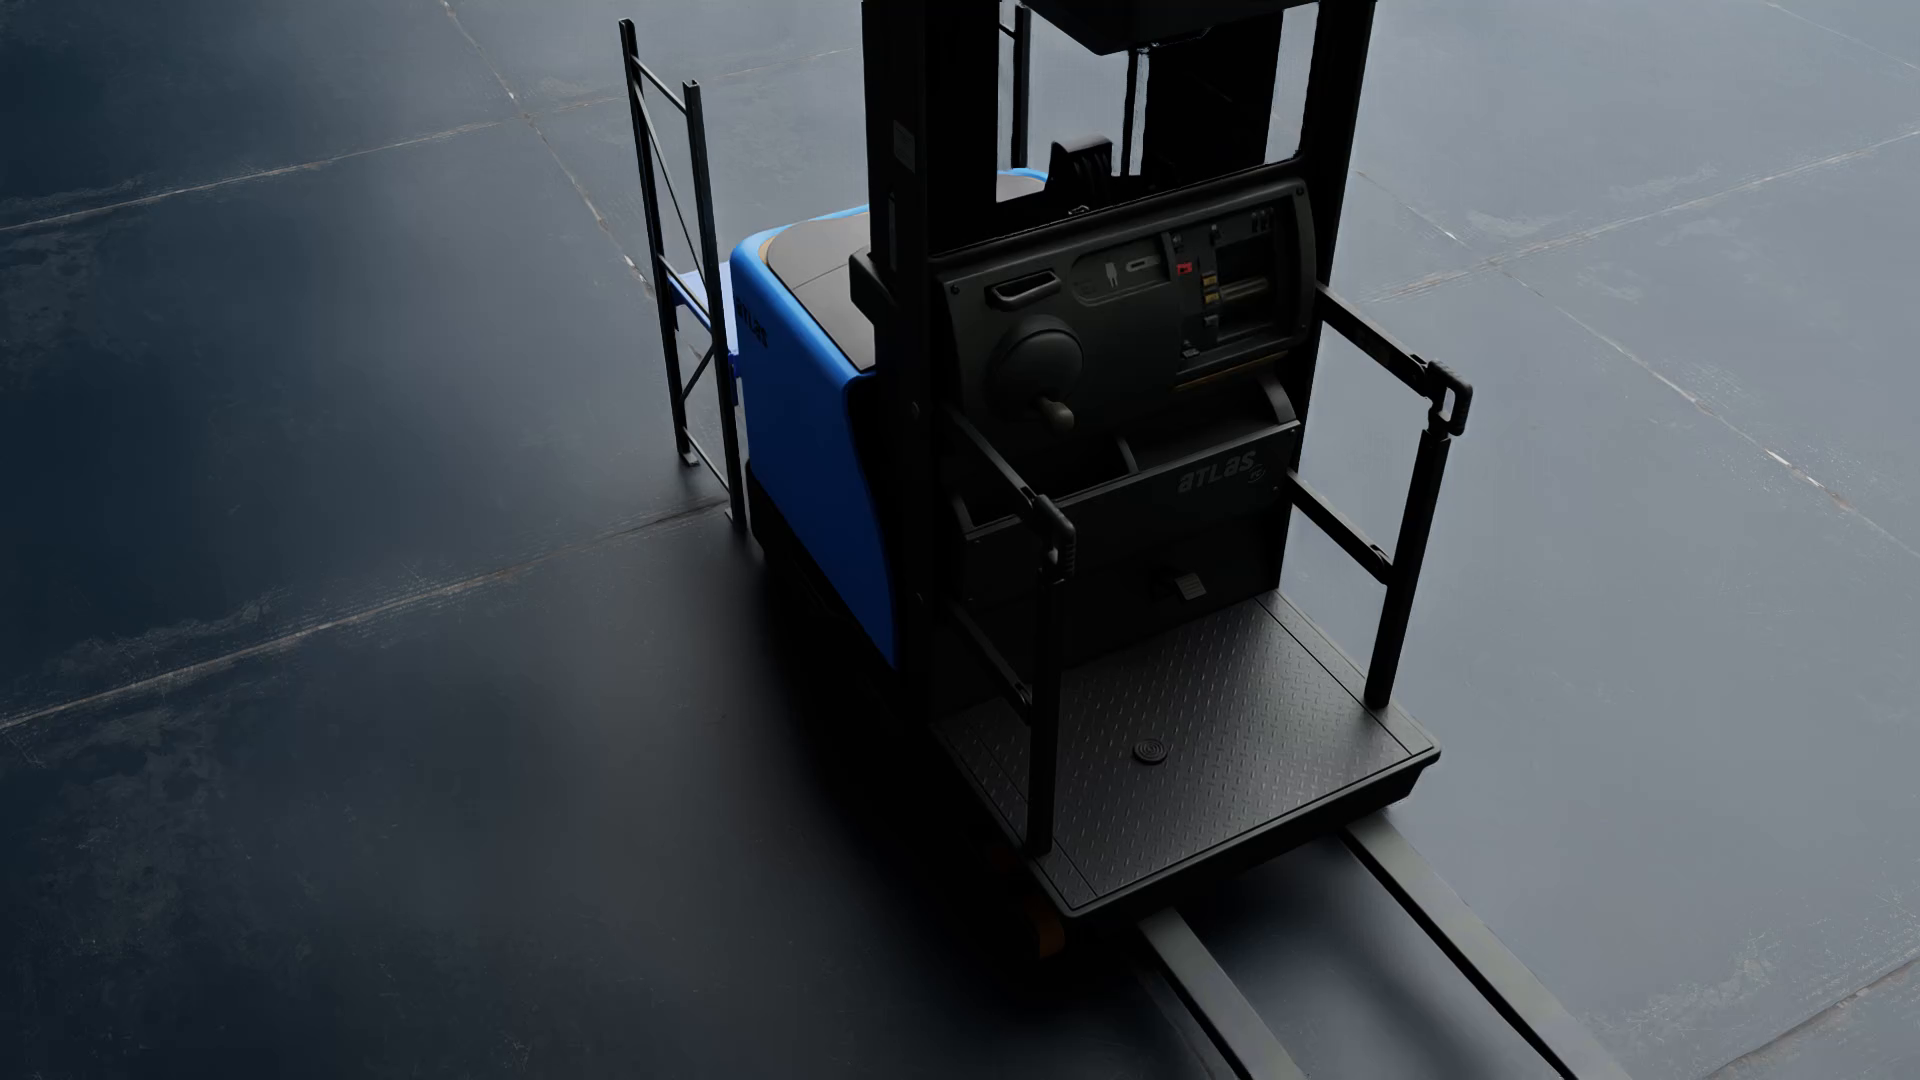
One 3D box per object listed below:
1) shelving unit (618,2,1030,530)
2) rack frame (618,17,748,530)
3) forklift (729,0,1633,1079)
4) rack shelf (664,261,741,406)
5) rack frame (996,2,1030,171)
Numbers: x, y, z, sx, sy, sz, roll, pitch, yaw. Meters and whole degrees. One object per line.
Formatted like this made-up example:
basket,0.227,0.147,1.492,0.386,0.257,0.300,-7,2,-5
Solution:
shelving unit,-0.377,-0.913,5.168,1.048,1.500,0.538,-21,44,-23
rack frame,-0.817,-0.748,4.972,0.032,1.500,0.500,-21,44,-23
forklift,0.492,-0.436,3.497,1.130,2.935,3.031,-19,44,-21
rack shelf,-0.377,-0.776,5.284,1.000,0.185,0.538,-21,44,-23
rack frame,0.062,-1.079,5.363,0.032,1.500,0.500,-21,44,-23
